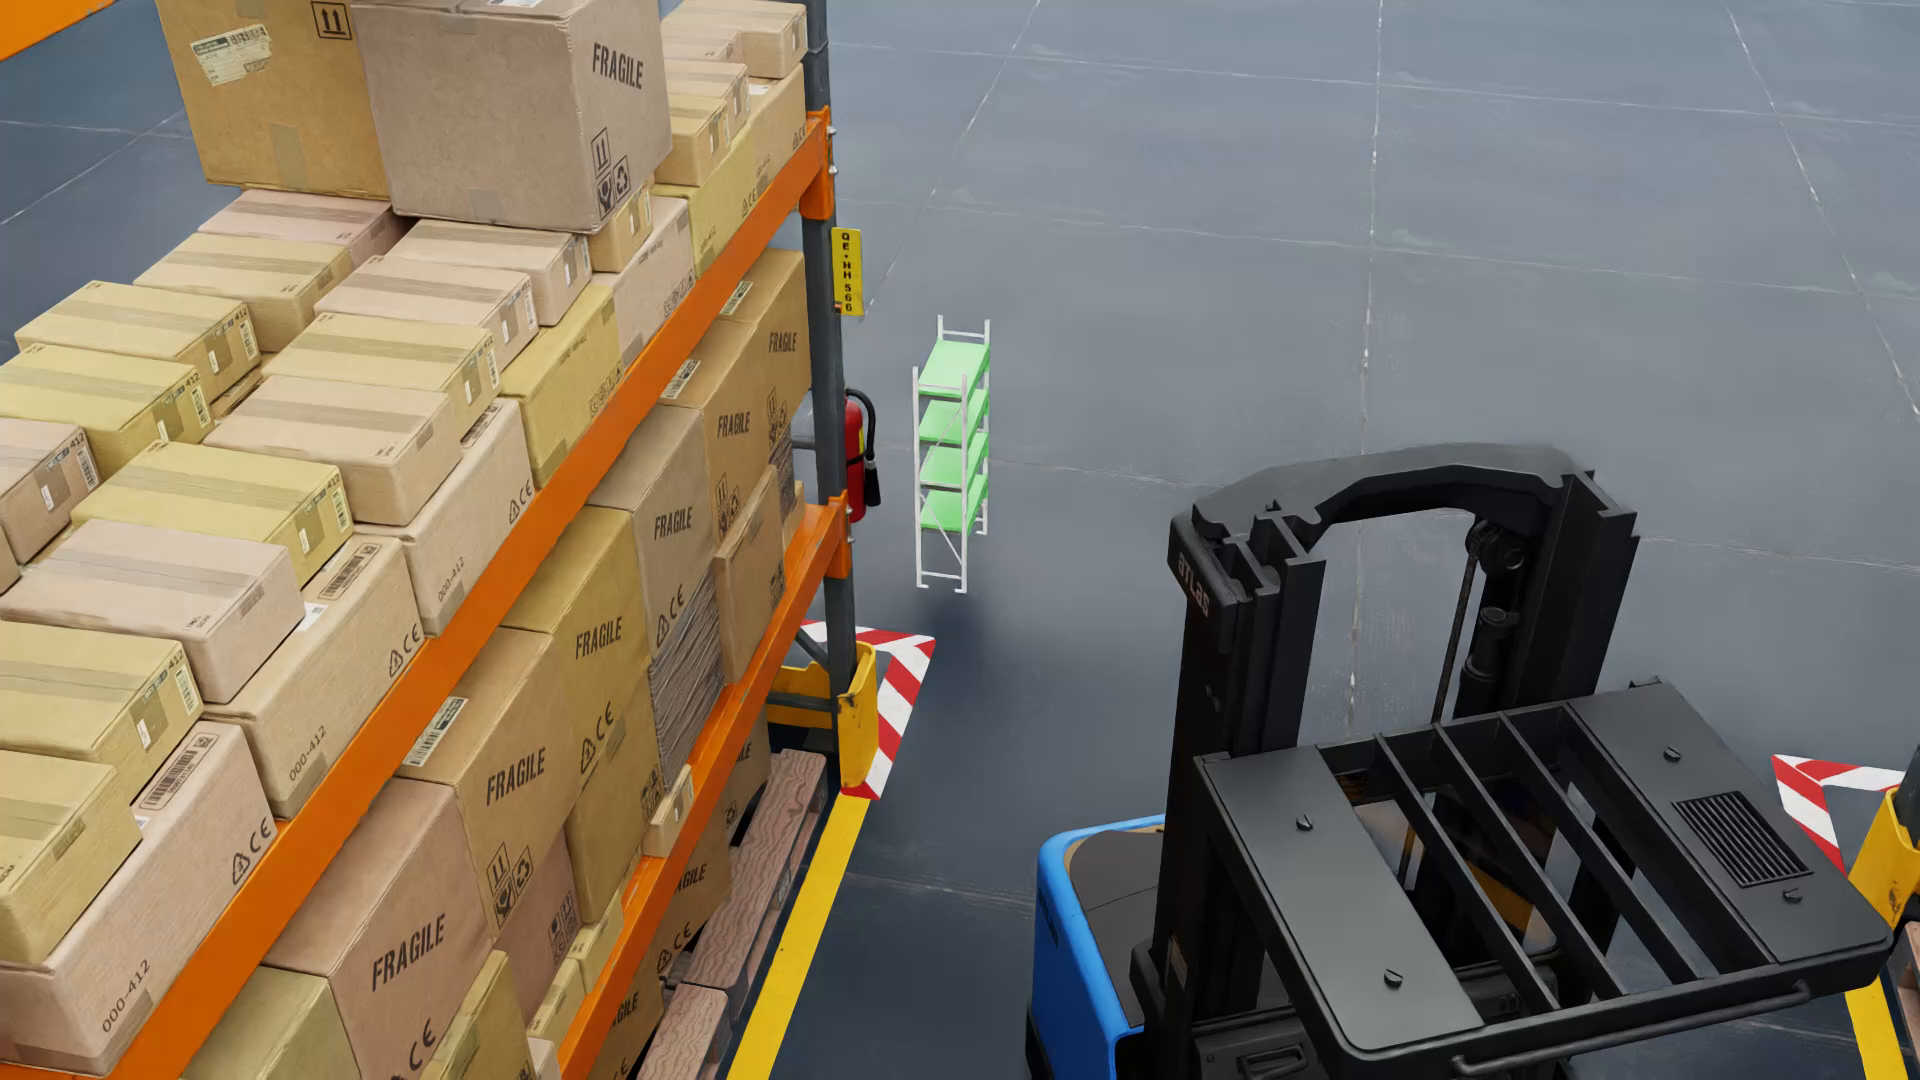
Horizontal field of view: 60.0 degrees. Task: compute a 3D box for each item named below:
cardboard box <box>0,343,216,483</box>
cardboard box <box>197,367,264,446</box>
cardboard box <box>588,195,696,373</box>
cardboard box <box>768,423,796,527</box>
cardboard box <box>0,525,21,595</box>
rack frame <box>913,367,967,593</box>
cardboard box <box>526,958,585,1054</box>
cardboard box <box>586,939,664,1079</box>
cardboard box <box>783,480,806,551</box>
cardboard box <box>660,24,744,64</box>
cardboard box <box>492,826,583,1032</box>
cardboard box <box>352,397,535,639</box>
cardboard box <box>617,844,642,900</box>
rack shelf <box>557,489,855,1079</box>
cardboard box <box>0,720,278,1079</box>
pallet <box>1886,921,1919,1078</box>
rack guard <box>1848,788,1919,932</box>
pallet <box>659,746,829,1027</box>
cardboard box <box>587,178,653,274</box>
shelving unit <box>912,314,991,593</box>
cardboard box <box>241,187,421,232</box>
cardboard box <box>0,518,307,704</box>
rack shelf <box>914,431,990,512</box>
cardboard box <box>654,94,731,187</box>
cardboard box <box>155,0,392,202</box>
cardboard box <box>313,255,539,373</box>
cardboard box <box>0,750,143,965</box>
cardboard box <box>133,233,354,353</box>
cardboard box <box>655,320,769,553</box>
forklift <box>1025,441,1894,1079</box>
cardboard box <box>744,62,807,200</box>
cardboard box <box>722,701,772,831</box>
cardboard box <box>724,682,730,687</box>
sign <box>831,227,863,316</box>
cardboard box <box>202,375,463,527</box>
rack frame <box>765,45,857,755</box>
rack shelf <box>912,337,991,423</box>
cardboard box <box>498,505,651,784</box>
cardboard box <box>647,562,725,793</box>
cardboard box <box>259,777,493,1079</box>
[{"bbox_3d":[-1.714,-0.243,3.261,0.380,0.149,0.250,9,37,12],"label":"cardboard box"},{"bbox_3d":[-1.710,-0.148,3.469,0.500,0.250,0.500,7,37,10],"label":"cardboard box"},{"bbox_3d":[-1.000,-0.668,4.188,0.500,0.250,0.500,8,37,11],"label":"cardboard box"},{"bbox_3d":[-1.068,-0.251,5.702,0.875,0.500,0.500,7,37,10],"label":"cardboard box"},{"bbox_3d":[-1.875,0.057,2.847,0.380,0.149,0.250,6,36,8],"label":"cardboard box"},{"bbox_3d":[-0.087,-0.251,7.574,0.240,1.200,0.015,7,37,10],"label":"rack frame"},{"bbox_3d":[-1.195,1.188,4.269,0.380,0.149,0.250,7,37,10],"label":"cardboard box"},{"bbox_3d":[-1.320,1.500,5.397,0.500,0.500,0.500,11,37,14],"label":"cardboard box"},{"bbox_3d":[-0.783,-0.111,6.061,0.380,0.149,0.250,7,37,10],"label":"cardboard box"},{"bbox_3d":[-0.848,-1.384,4.836,0.380,0.149,0.250,6,36,8],"label":"cardboard box"},{"bbox_3d":[-1.472,0.899,4.115,0.875,0.500,0.500,7,37,10],"label":"cardboard box"},{"bbox_3d":[-1.207,-0.076,3.370,0.500,0.250,0.500,6,36,8],"label":"cardboard box"},{"bbox_3d":[-1.122,0.897,4.671,0.380,0.149,0.250,7,37,10],"label":"cardboard box"},{"bbox_3d":[-1.351,1.036,4.878,1.077,0.370,4.000,7,37,10],"label":"rack shelf"},{"bbox_3d":[-1.432,0.512,2.560,0.500,0.250,0.500,6,36,8],"label":"cardboard box"},{"bbox_3d":[3.766,1.863,5.500,1.003,0.211,1.213,7,37,10],"label":"pallet"},{"bbox_3d":[3.945,1.281,6.057,1.175,0.500,0.348,7,37,10],"label":"rack guard"},{"bbox_3d":[-1.148,1.232,6.370,1.003,0.211,1.213,7,37,10],"label":"pallet"},{"bbox_3d":[-0.963,-0.774,3.994,0.380,0.149,0.250,6,36,8],"label":"cardboard box"},{"bbox_3d":[-0.035,-0.391,7.767,0.258,1.200,0.503,7,37,10],"label":"shelving unit"},{"bbox_3d":[-1.519,-0.847,4.094,0.380,0.149,0.250,6,36,8],"label":"cardboard box"},{"bbox_3d":[-1.338,0.114,2.769,0.380,0.149,0.250,8,37,10],"label":"cardboard box"},{"bbox_3d":[-0.035,-0.339,7.804,0.258,0.148,0.480,7,37,10],"label":"rack shelf"},{"bbox_3d":[-0.830,-1.067,4.398,0.380,0.149,0.250,8,37,10],"label":"cardboard box"},{"bbox_3d":[-1.504,-1.163,3.977,0.500,0.500,0.500,7,37,10],"label":"cardboard box"},{"bbox_3d":[-1.144,-0.476,3.583,0.380,0.149,0.250,8,37,11],"label":"cardboard box"},{"bbox_3d":[-1.407,0.428,2.335,0.380,0.149,0.250,6,36,9],"label":"cardboard box"},{"bbox_3d":[-1.571,-0.546,3.680,0.380,0.149,0.250,6,36,8],"label":"cardboard box"},{"bbox_3d":[-0.901,-0.334,4.964,0.500,0.500,0.500,7,37,10],"label":"cardboard box"},{"bbox_3d":[1.073,1.372,3.859,1.130,2.935,3.031,-8,37,-11],"label":"forklift"},{"bbox_3d":[-0.778,-1.247,4.987,0.500,0.250,0.500,8,37,11],"label":"cardboard box"},{"bbox_3d":[-1.073,0.796,6.368,0.500,0.500,0.500,14,38,19],"label":"cardboard box"},{"bbox_3d":[-0.908,0.323,5.462,0.380,0.149,0.250,7,37,10],"label":"cardboard box"},{"bbox_3d":[-0.386,-0.918,5.704,0.100,0.325,0.005,7,37,10],"label":"sign"},{"bbox_3d":[-1.186,-0.174,3.165,0.380,0.149,0.250,7,36,9],"label":"cardboard box"},{"bbox_3d":[-0.924,-0.402,6.248,1.000,3.000,0.127,7,37,10],"label":"rack frame"},{"bbox_3d":[-0.035,-0.728,7.523,0.258,0.148,0.480,7,37,10],"label":"rack shelf"},{"bbox_3d":[-1.125,0.238,4.175,0.500,0.500,0.500,7,37,10],"label":"cardboard box"},{"bbox_3d":[-1.206,0.332,4.897,0.875,0.500,0.500,7,37,10],"label":"cardboard box"},{"bbox_3d":[-1.328,0.813,3.382,0.500,0.500,0.500,7,37,10],"label":"cardboard box"}]
